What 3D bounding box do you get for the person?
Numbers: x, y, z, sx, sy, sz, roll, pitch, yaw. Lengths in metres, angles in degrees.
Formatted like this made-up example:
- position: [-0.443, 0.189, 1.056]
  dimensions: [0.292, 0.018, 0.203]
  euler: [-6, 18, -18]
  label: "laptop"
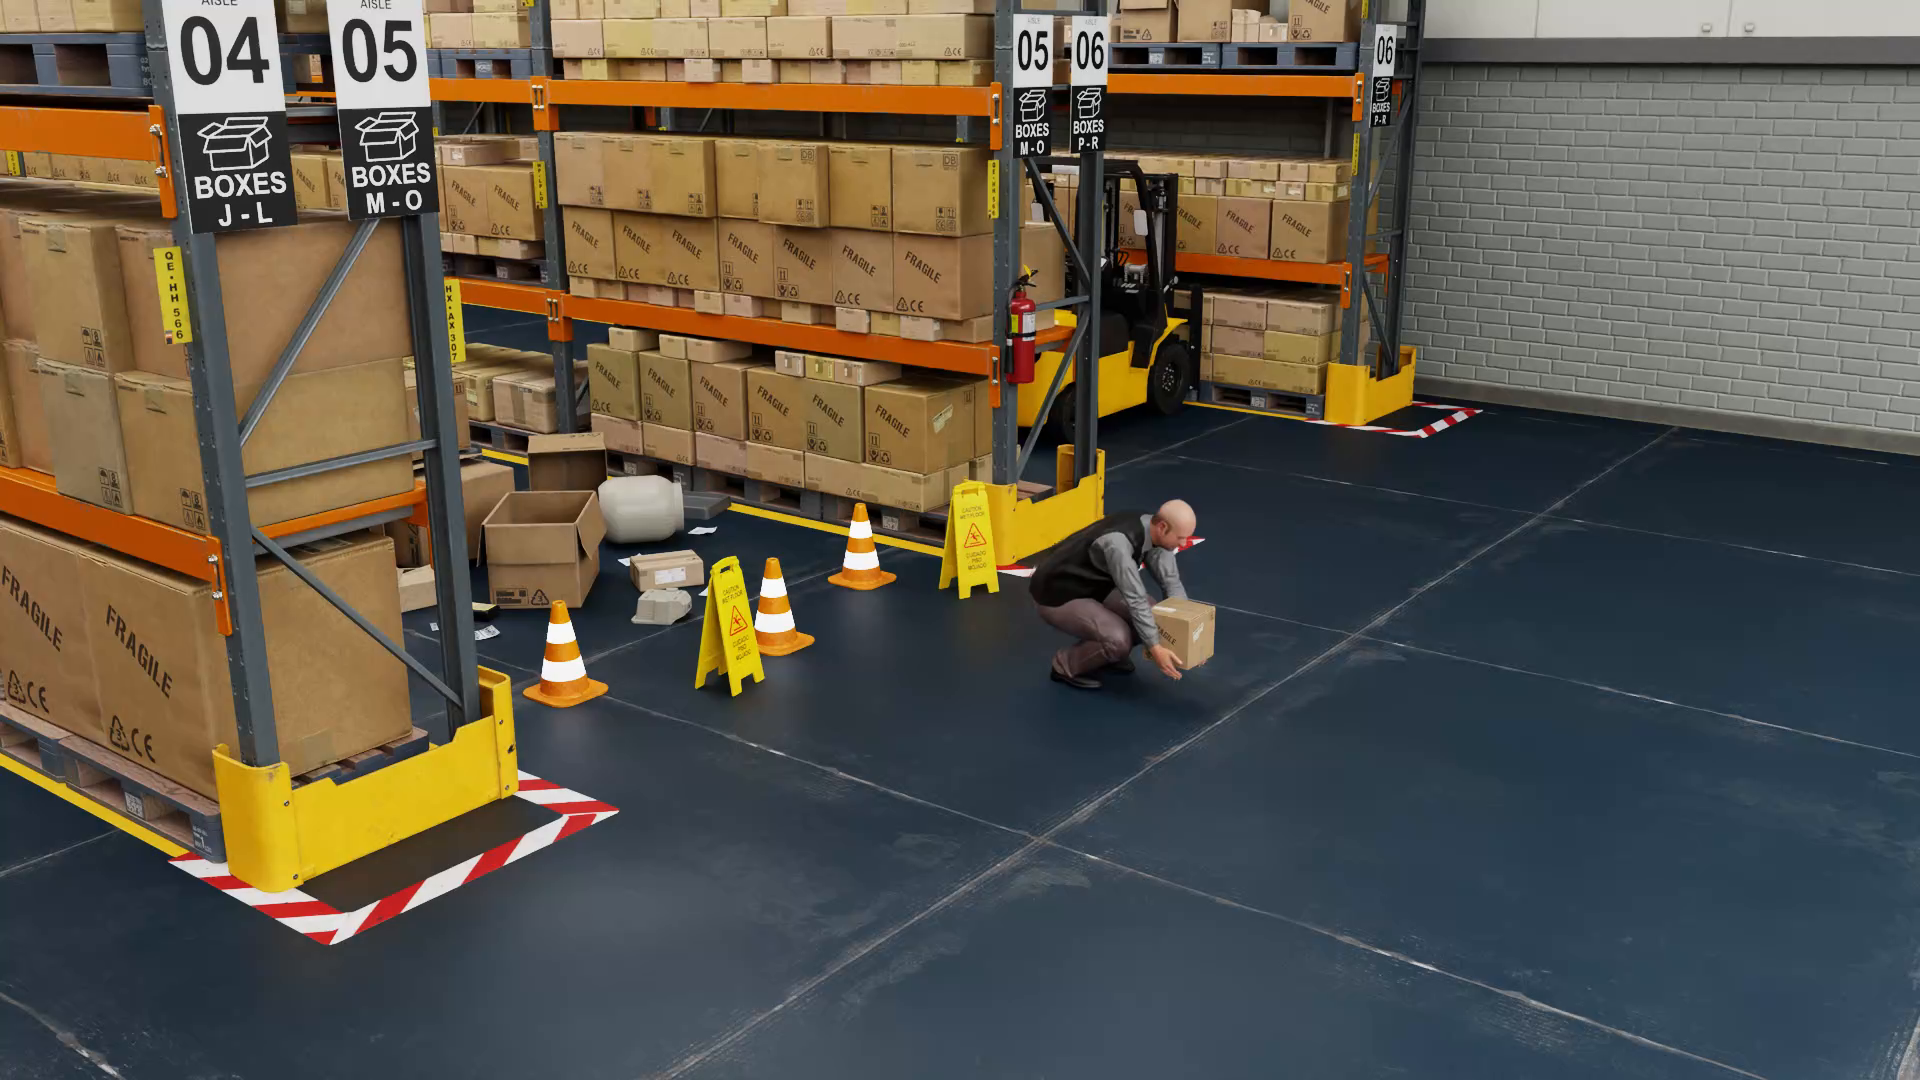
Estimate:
- position: [0.781, 0.242, 8.115]
  dimensions: [0.881, 0.970, 0.523]
  euler: [11, 20, 34]
  label: "person"
